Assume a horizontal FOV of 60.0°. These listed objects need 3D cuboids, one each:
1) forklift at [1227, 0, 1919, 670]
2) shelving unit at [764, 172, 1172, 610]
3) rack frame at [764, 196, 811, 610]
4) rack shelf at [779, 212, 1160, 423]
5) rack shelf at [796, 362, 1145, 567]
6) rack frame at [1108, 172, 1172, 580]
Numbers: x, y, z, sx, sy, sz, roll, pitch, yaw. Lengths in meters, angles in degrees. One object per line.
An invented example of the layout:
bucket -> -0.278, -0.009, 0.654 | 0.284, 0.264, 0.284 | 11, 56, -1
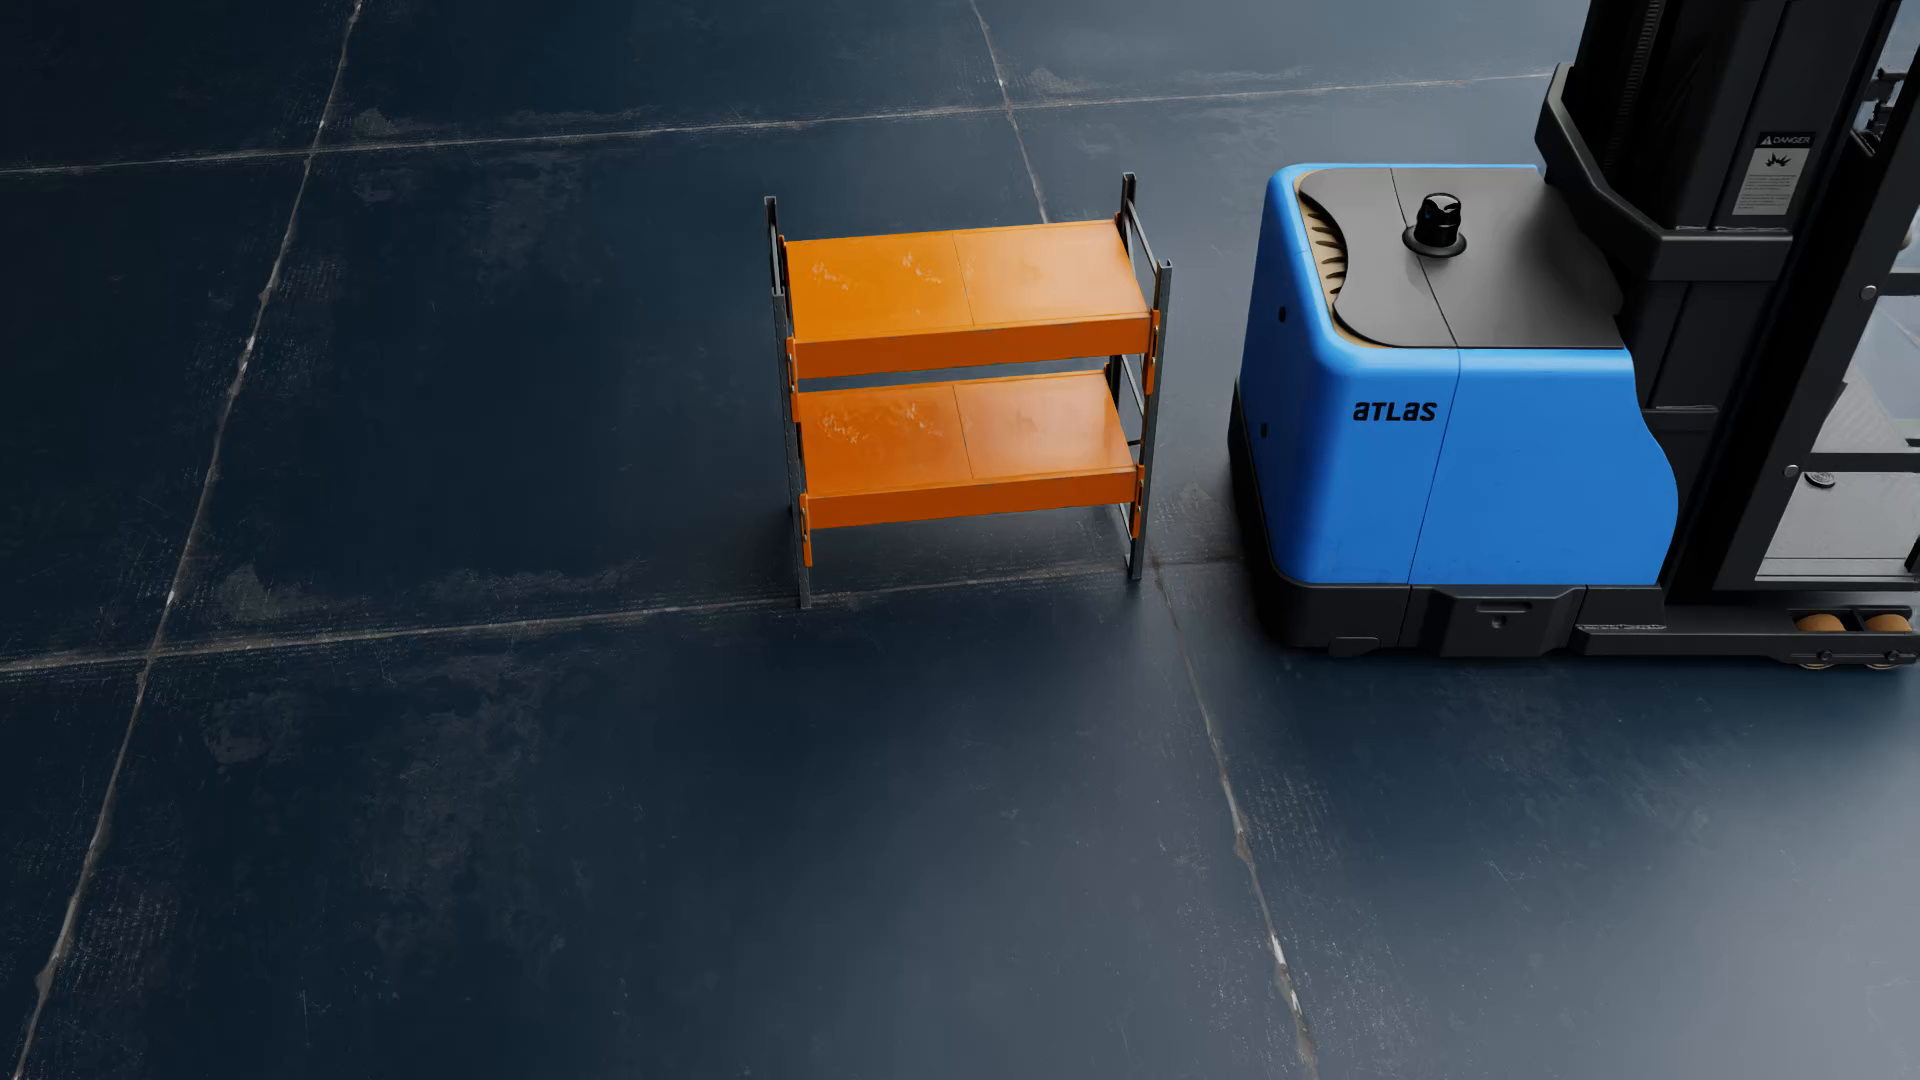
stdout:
forklift -> 2.397, -1.072, 4.250 | 3.031, 2.935, 1.130 | 0, 42, 0
shelving unit -> 0.007, -0.418, 4.874 | 1.048, 1.125, 0.538 | -5, 42, -6
rack frame -> -0.497, -0.374, 4.825 | 0.032, 1.125, 0.500 | -5, 42, -6
rack shelf -> 0.007, -0.636, 4.678 | 1.000, 0.278, 0.538 | -5, 42, -6
rack shelf -> 0.007, -0.237, 5.038 | 1.000, 0.278, 0.538 | -5, 42, -6
rack frame -> 0.511, -0.462, 4.923 | 0.032, 1.125, 0.500 | -5, 42, -6
